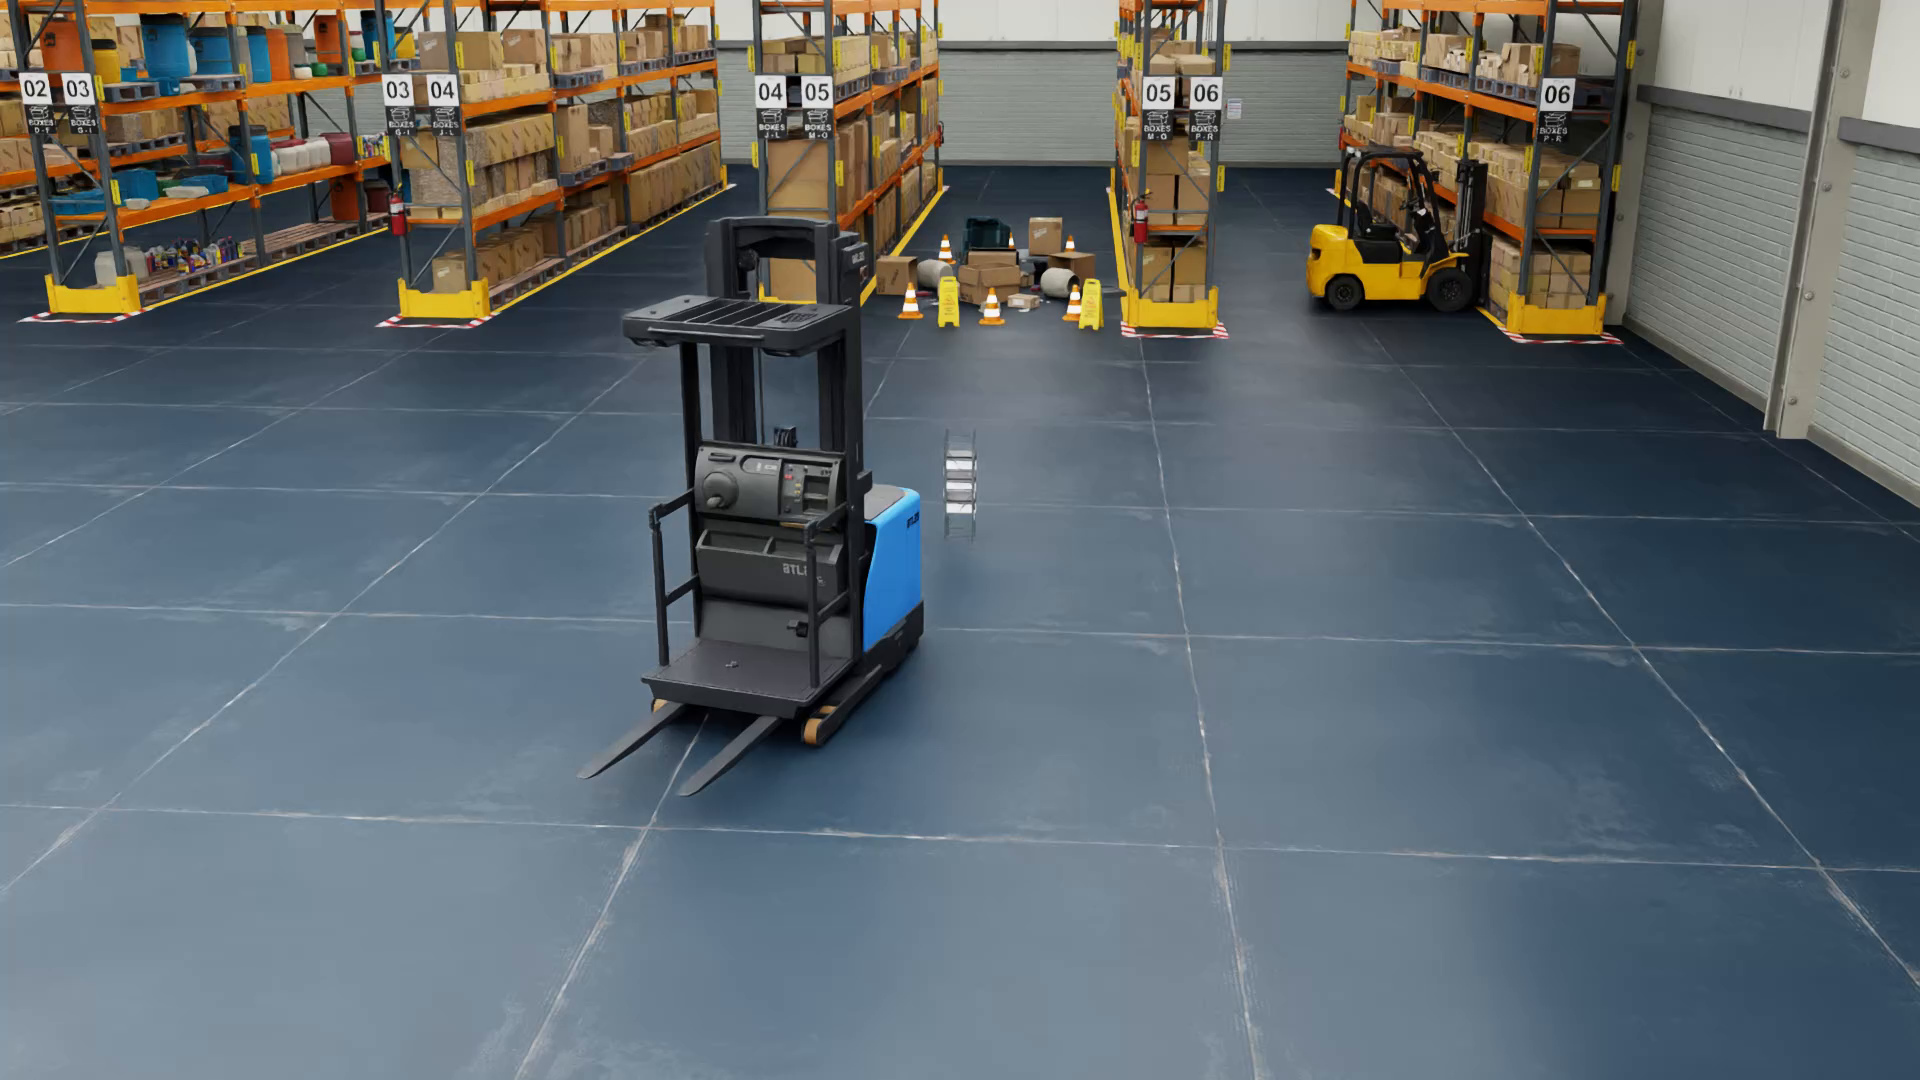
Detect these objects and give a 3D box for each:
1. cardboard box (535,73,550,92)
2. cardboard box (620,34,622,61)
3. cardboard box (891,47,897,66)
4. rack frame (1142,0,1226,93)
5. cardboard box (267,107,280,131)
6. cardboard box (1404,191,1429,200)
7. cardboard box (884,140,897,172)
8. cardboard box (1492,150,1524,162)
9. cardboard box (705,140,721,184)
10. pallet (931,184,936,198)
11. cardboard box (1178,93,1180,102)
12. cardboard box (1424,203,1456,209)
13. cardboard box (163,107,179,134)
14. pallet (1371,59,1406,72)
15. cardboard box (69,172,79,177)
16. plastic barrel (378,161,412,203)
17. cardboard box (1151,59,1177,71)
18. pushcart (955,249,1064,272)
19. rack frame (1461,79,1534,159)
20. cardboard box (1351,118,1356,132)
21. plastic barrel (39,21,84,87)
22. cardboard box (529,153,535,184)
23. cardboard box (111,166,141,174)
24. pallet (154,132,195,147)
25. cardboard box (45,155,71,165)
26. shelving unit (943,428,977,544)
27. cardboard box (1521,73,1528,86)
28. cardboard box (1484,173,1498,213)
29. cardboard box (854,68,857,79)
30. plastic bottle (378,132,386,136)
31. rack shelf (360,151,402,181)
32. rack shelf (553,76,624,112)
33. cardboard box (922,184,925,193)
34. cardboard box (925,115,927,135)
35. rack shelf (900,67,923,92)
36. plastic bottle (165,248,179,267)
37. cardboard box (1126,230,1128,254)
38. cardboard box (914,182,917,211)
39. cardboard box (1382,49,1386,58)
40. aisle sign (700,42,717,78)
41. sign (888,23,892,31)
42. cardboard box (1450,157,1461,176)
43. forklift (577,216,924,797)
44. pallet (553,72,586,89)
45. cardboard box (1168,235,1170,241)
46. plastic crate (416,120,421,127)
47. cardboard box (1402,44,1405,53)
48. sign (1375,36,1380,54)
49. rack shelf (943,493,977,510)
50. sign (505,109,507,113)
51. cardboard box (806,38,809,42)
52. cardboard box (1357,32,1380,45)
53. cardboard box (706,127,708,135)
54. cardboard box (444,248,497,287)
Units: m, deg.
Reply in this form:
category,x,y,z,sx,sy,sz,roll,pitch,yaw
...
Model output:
category,x,y,z,sx,sy,sz,roll,pitch,yaw
cardboard box,-6.552,-6.940,25.210,0.500,0.250,0.500,2,18,6
cardboard box,-6.521,-8.841,29.929,0.797,0.503,0.637,2,18,7
cardboard box,-1.329,-8.132,27.916,0.500,0.311,0.500,1,18,4
rack frame,2.818,-7.121,20.703,1.000,3.000,0.127,1,18,4
cardboard box,-15.594,-9.424,37.205,0.500,0.500,0.500,1,18,4
cardboard box,8.126,-6.124,29.593,0.380,0.149,0.250,0,18,1
cardboard box,-1.355,-6.580,28.528,0.500,0.500,0.500,1,18,4
cardboard box,7.724,-5.405,23.422,0.380,0.149,0.250,1,18,4
cardboard box,-5.885,-8.450,37.131,0.875,0.875,0.875,1,18,4
pallet,-1.078,-7.718,36.638,1.003,0.211,1.213,1,18,4
cardboard box,3.157,-5.997,22.493,0.380,0.149,0.250,1,18,2
cardboard box,8.245,-5.319,27.979,0.875,0.625,0.625,2,18,6
cardboard box,-16.344,-8.545,33.850,0.700,0.500,0.500,-5,19,-15
pallet,8.513,-9.022,31.625,1.213,0.211,1.003,1,18,4
cardboard box,-20.692,-8.584,38.143,0.700,0.500,0.500,1,18,4
plastic barrel,-11.253,-7.143,33.099,0.600,0.901,0.708,1,18,4
cardboard box,2.744,-6.460,22.625,0.380,0.149,0.250,1,18,2
pushcart,0.827,-4.301,25.944,1.648,0.377,0.936,-5,19,-15
rack frame,8.056,-5.403,25.094,1.000,3.000,0.127,1,18,4
cardboard box,8.546,-8.751,35.074,0.500,0.250,0.500,1,18,3
plastic barrel,-12.098,-6.585,22.519,0.600,0.830,0.708,1,18,4
cardboard box,-6.945,-5.629,25.148,0.875,0.500,0.500,1,18,4
cardboard box,-16.472,-7.207,32.703,0.500,0.250,0.500,1,18,3
pallet,-16.253,-8.103,33.644,1.003,0.211,1.213,1,18,4
cardboard box,-16.162,-6.793,29.741,0.380,0.149,0.250,1,18,4
shelving unit,0.001,-0.430,13.291,0.258,0.900,0.210,1,18,4
cardboard box,7.526,-5.977,21.599,0.380,0.149,0.250,1,18,2
cardboard box,7.651,-4.843,23.225,0.500,0.500,0.500,1,18,4
cardboard box,-1.655,-6.550,23.347,0.380,0.149,0.250,1,18,4
plastic bottle,-11.586,-8.021,33.283,0.152,0.276,0.135,1,18,4
rack shelf,-11.290,-7.366,32.240,1.077,0.370,4.000,1,18,4
rack shelf,-6.636,-7.438,27.644,1.077,0.370,4.000,1,18,4
cardboard box,-0.921,-7.168,33.906,0.380,0.149,0.250,2,18,6
cardboard box,-0.951,-8.567,34.112,0.500,0.500,0.500,1,18,4
rack shelf,-1.410,-8.538,31.002,1.077,0.370,4.000,1,18,4
plastic bottle,-12.086,-4.331,25.491,0.152,0.276,0.135,1,18,4
cardboard box,3.188,-4.849,26.951,0.950,0.372,0.625,2,18,7
cardboard box,-1.105,-6.693,32.371,0.500,0.500,0.500,1,18,3
cardboard box,8.134,-9.119,31.188,0.380,0.149,0.250,2,18,5
aisle sign,-5.615,-10.711,37.120,0.394,0.787,0.004,1,18,4
sign,-1.521,-11.171,36.477,0.100,0.325,0.005,1,18,4
cardboard box,7.836,-5.727,25.522,0.500,0.250,0.500,1,18,3
forklift,-1.220,-0.328,9.717,1.130,2.935,3.031,6,19,19
pallet,-6.629,-7.259,26.243,1.213,0.211,1.003,1,18,4
cardboard box,3.260,-4.255,24.129,0.500,0.500,0.500,2,18,7
plastic crate,-11.453,-8.502,34.482,0.392,0.384,0.575,1,18,4
cardboard box,8.165,-8.846,29.909,0.380,0.149,0.250,1,18,4
sign,8.088,-9.568,32.158,0.100,0.325,0.005,1,18,4
rack shelf,0.001,-0.313,13.329,0.258,0.077,0.200,1,18,4
sign,-10.310,-9.641,37.767,0.100,0.325,0.005,1,18,4
cardboard box,-2.314,-6.945,23.273,0.380,0.149,0.250,1,18,4
cardboard box,8.556,-10.417,34.538,0.500,0.250,0.500,1,18,3
cardboard box,-5.688,-8.906,36.188,0.380,0.149,0.250,1,18,3
cardboard box,-6.996,-3.883,23.795,0.500,0.500,0.500,6,19,18
